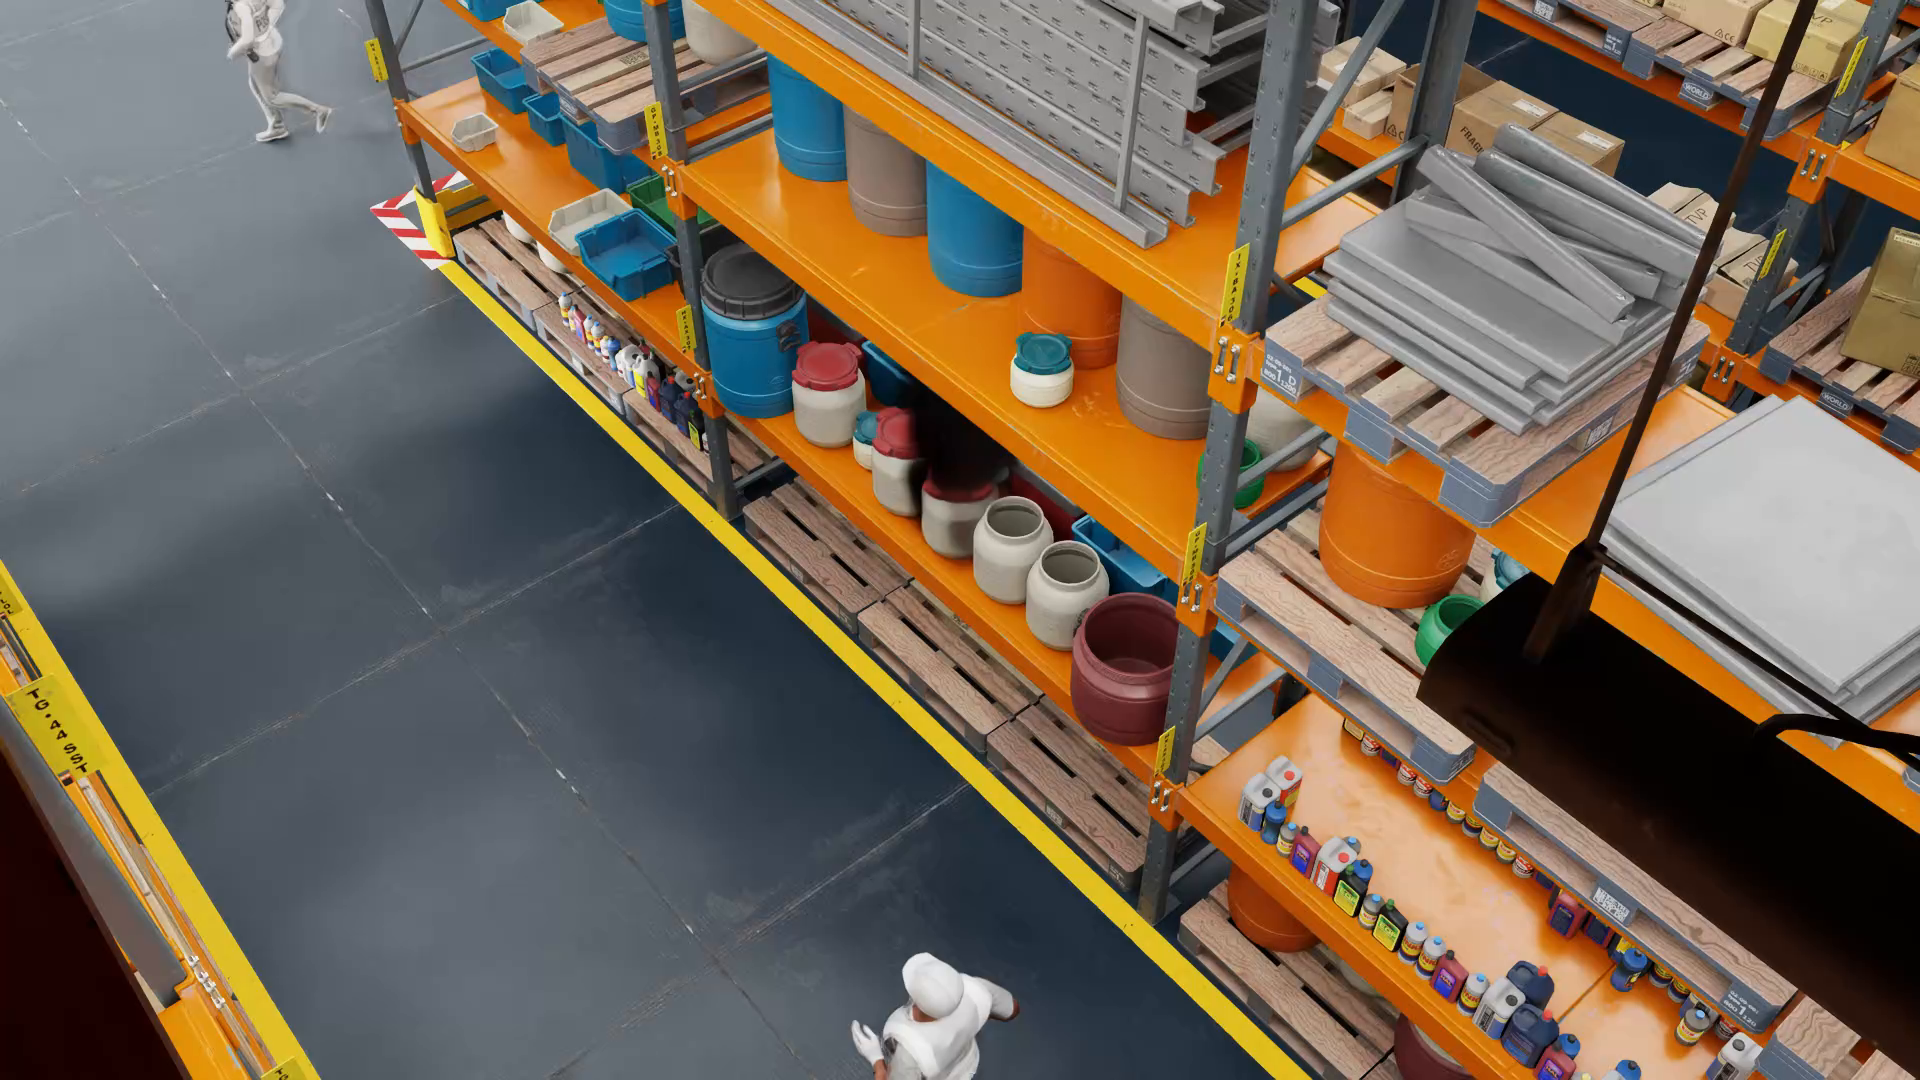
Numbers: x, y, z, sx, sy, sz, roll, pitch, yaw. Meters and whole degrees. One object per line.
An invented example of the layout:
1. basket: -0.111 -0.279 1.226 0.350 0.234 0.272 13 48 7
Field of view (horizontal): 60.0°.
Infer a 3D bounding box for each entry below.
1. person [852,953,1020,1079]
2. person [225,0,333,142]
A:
1. person: -0.117 2.295 7.227 0.760 1.759 0.706 32 54 27
2. person: -5.664 -4.010 13.646 0.737 1.679 0.645 0 46 0
